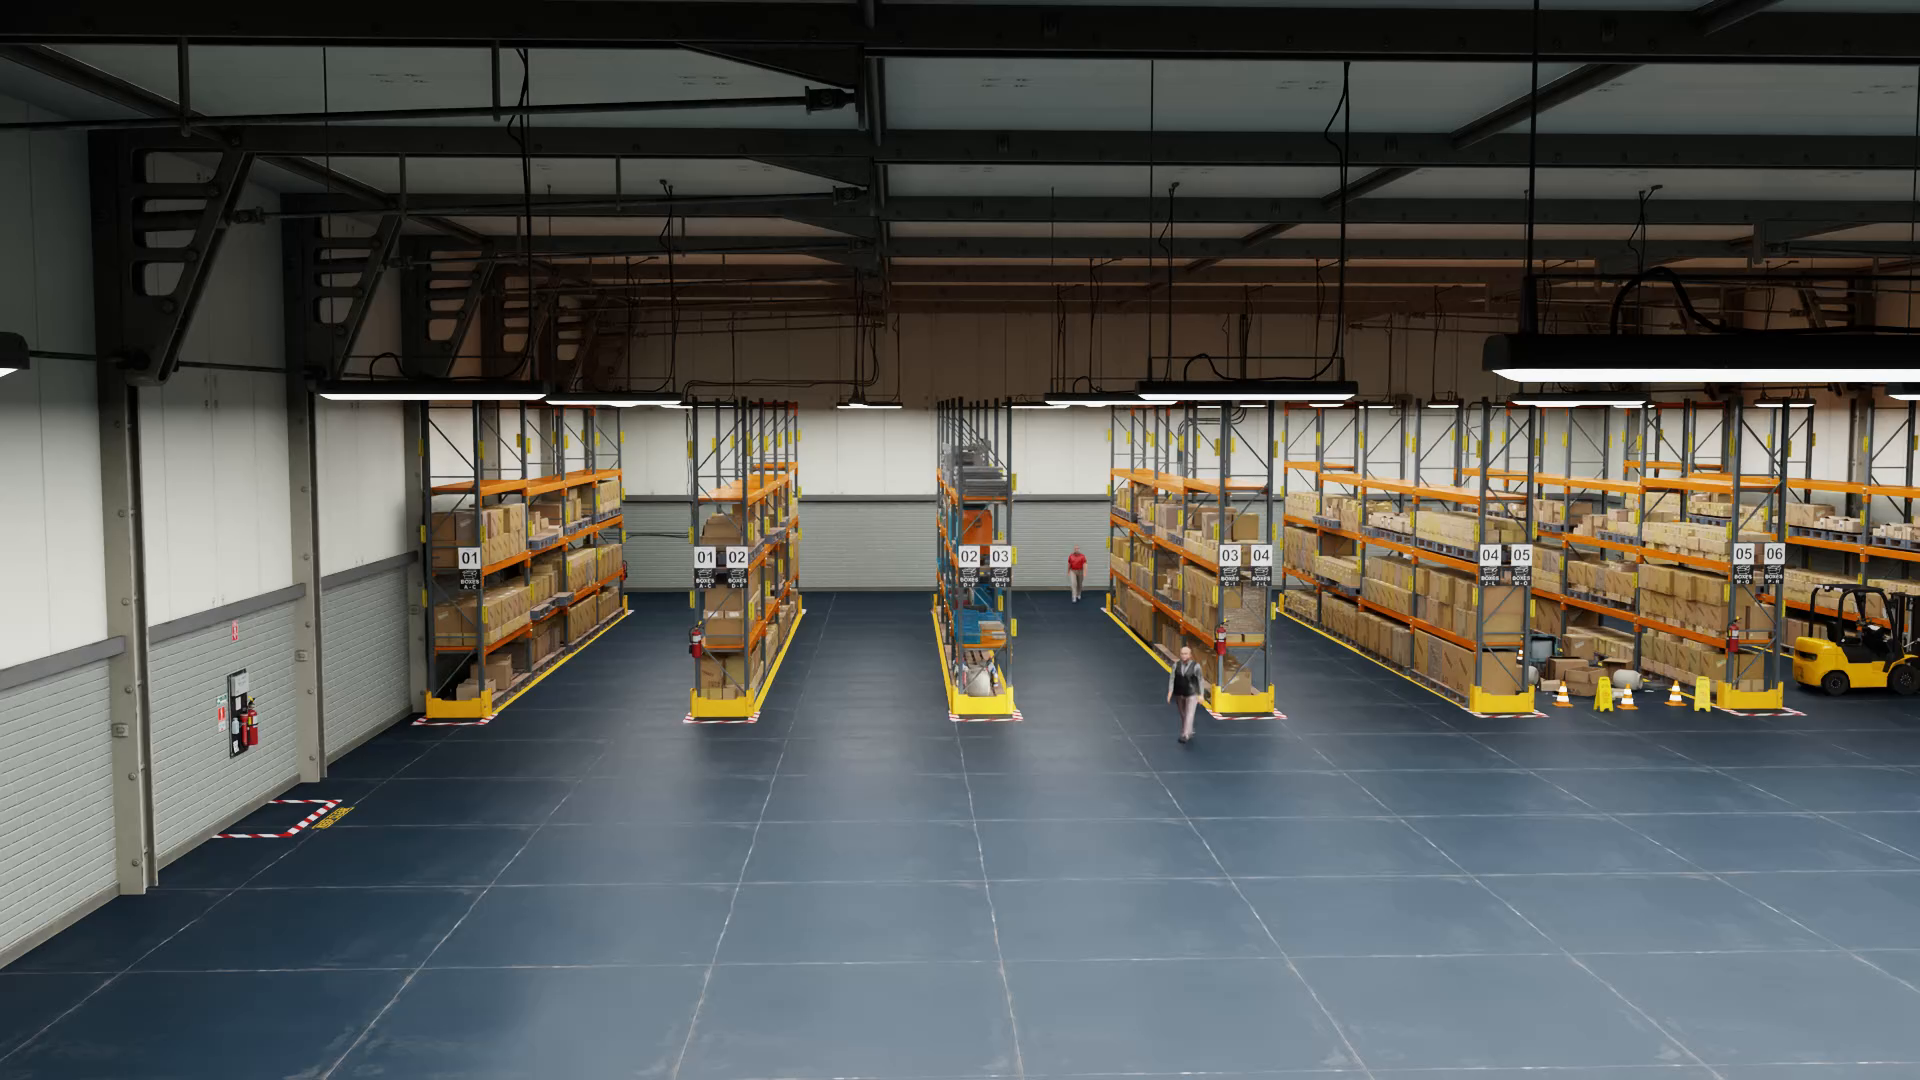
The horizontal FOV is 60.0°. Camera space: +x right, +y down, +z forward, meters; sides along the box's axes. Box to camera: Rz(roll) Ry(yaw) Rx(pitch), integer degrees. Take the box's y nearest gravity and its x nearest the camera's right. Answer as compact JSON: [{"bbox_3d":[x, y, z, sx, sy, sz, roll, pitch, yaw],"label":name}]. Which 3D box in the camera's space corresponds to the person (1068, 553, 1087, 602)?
[{"bbox_3d":[3.548,1.097,50.160,0.542,1.463,1.084,0,4,1],"label":"person"}]

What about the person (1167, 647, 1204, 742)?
[{"bbox_3d":[3.888,2.624,28.582,0.562,1.585,0.895,3,5,34],"label":"person"}]

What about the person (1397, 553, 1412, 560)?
[{"bbox_3d":[13.659,0.894,50.868,0.869,1.700,0.527,-1,5,-15],"label":"person"}]
